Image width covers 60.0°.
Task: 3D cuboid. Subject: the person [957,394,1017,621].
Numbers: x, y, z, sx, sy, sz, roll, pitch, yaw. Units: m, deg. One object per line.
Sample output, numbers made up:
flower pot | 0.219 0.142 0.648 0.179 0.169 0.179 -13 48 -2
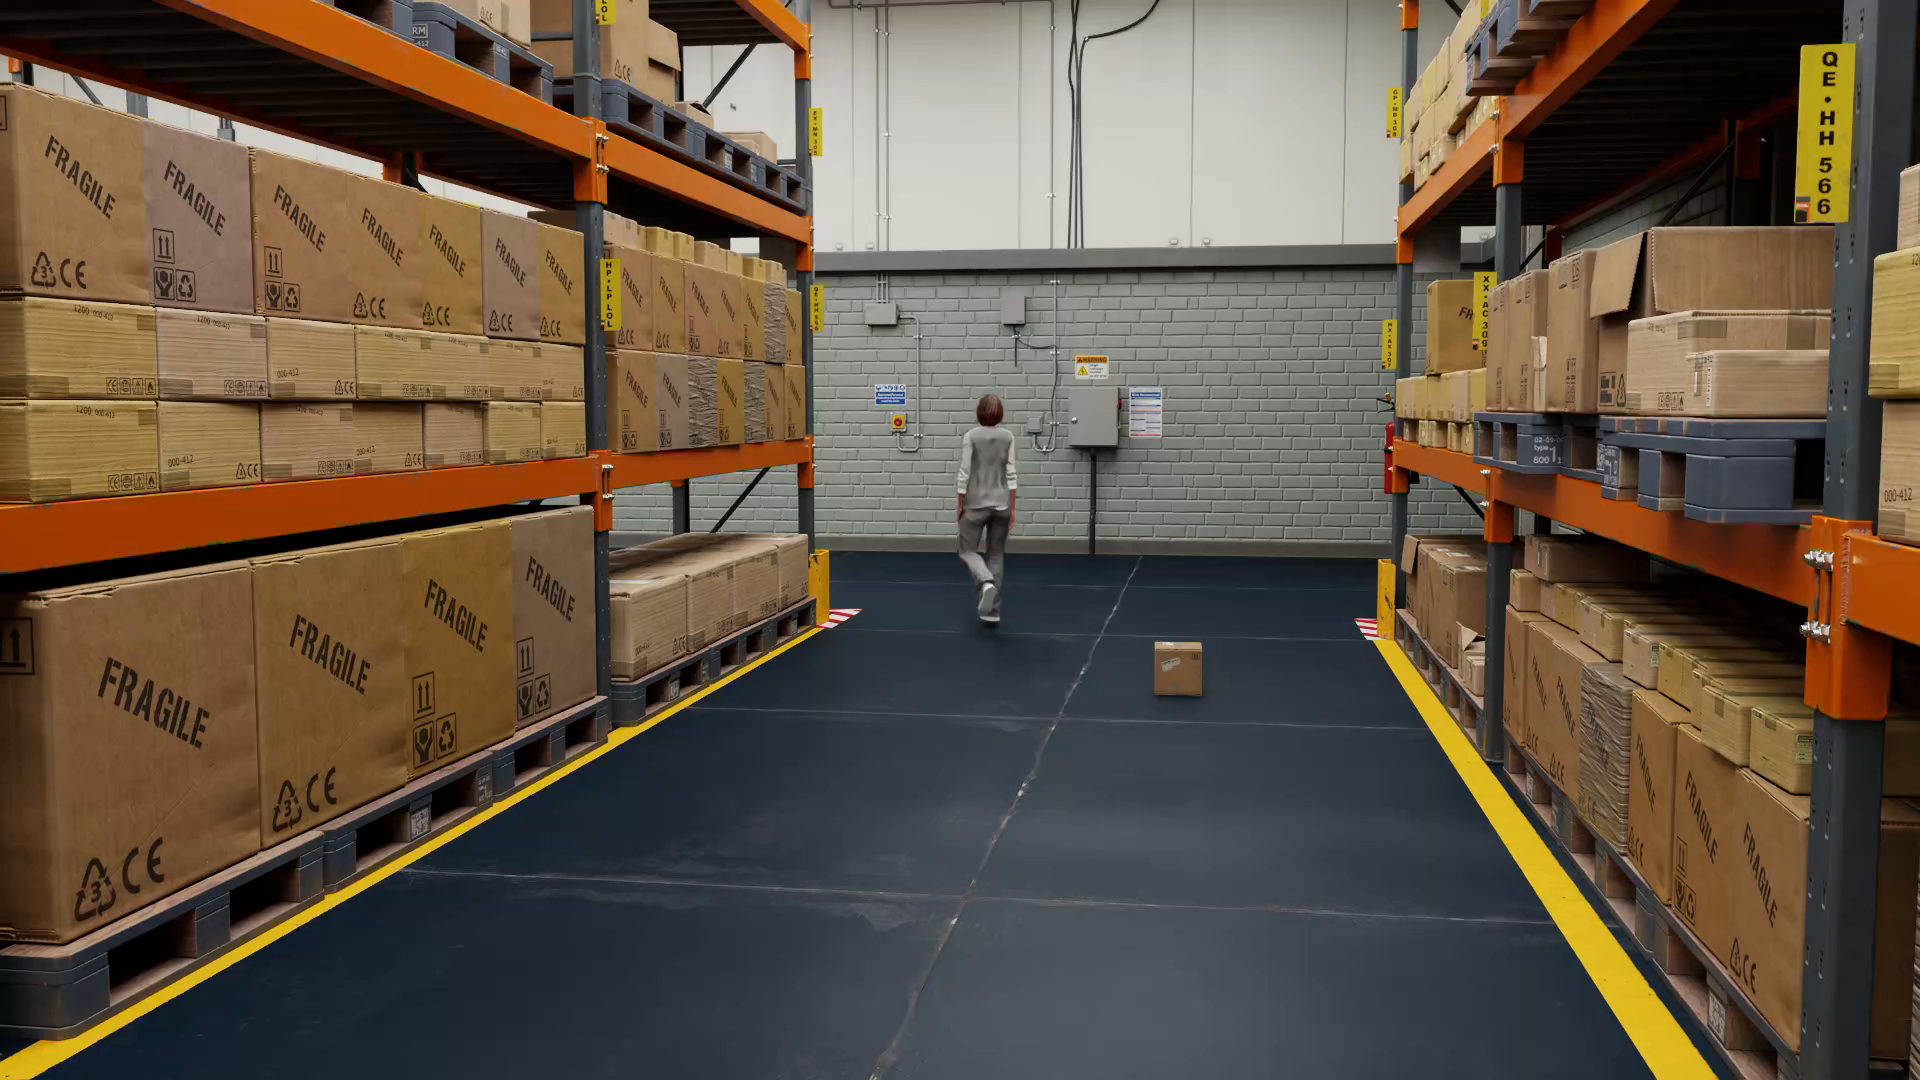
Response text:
person | 0.199 -0.207 11.413 0.423 1.588 0.619 -1 5 -16
